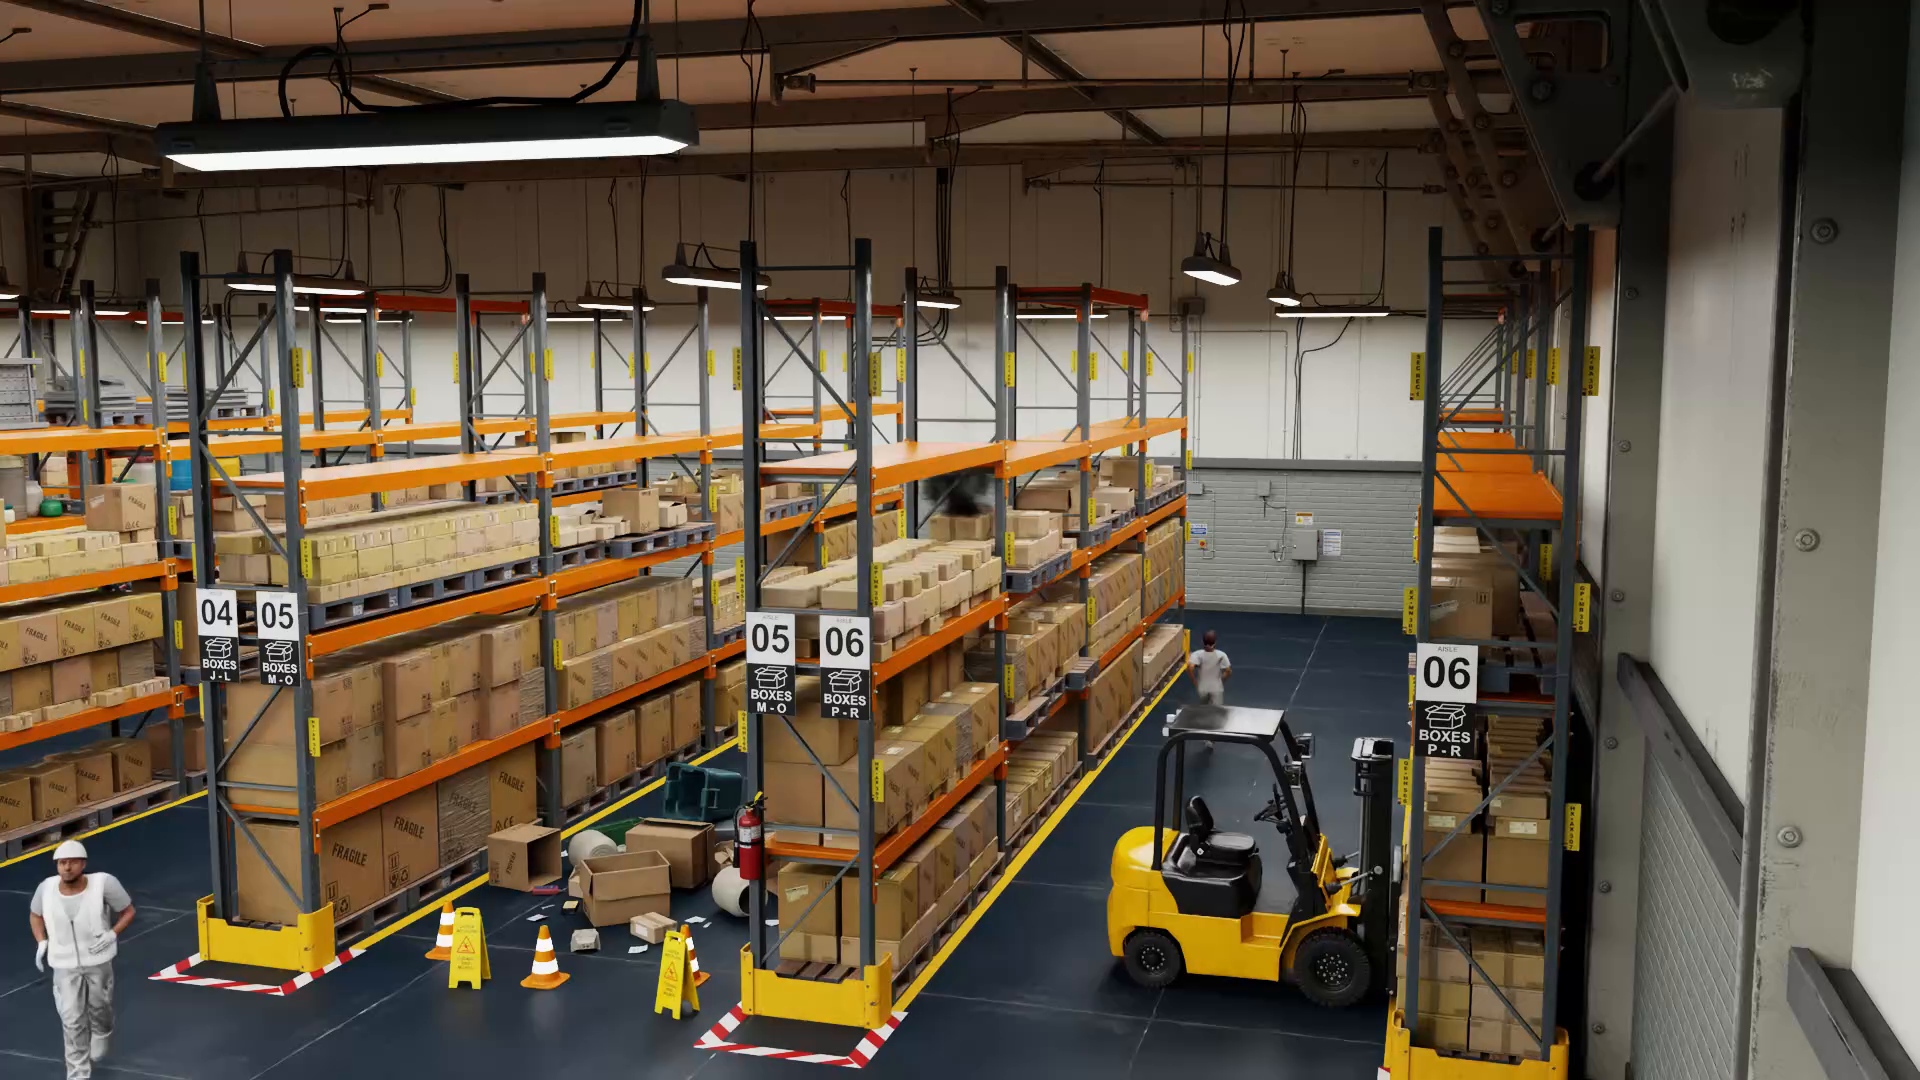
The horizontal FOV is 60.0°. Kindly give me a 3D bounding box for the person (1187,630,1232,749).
[{"bbox_3d":[3.208,1.981,21.364,0.540,1.660,1.072,2,7,17],"label":"person"}]

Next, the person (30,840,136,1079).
[{"bbox_3d":[-6.139,2.947,11.659,0.676,1.768,0.952,-2,7,-21],"label":"person"}]
